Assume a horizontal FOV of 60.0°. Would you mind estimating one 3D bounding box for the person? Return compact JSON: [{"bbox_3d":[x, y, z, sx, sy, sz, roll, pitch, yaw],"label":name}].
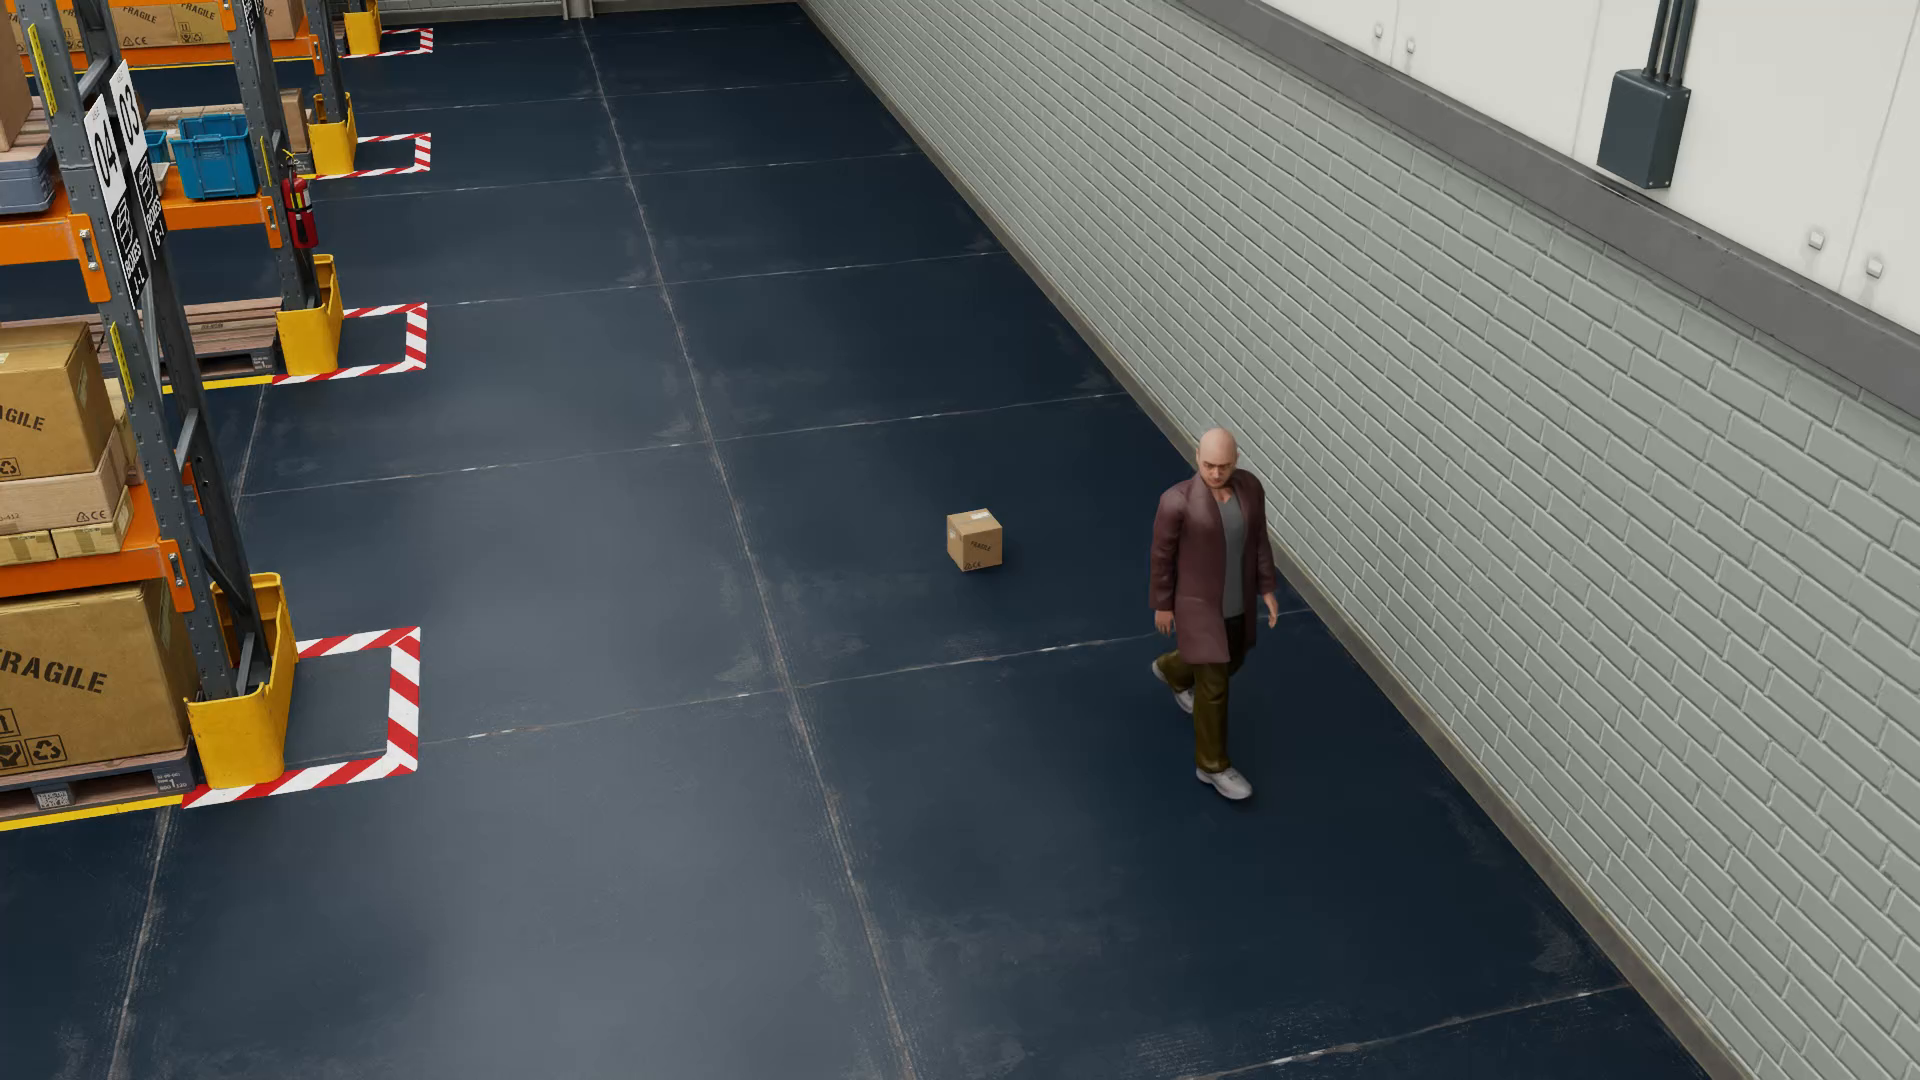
[{"bbox_3d":[1.189,0.276,7.774,0.602,1.752,0.979,-16,33,-25],"label":"person"}]
